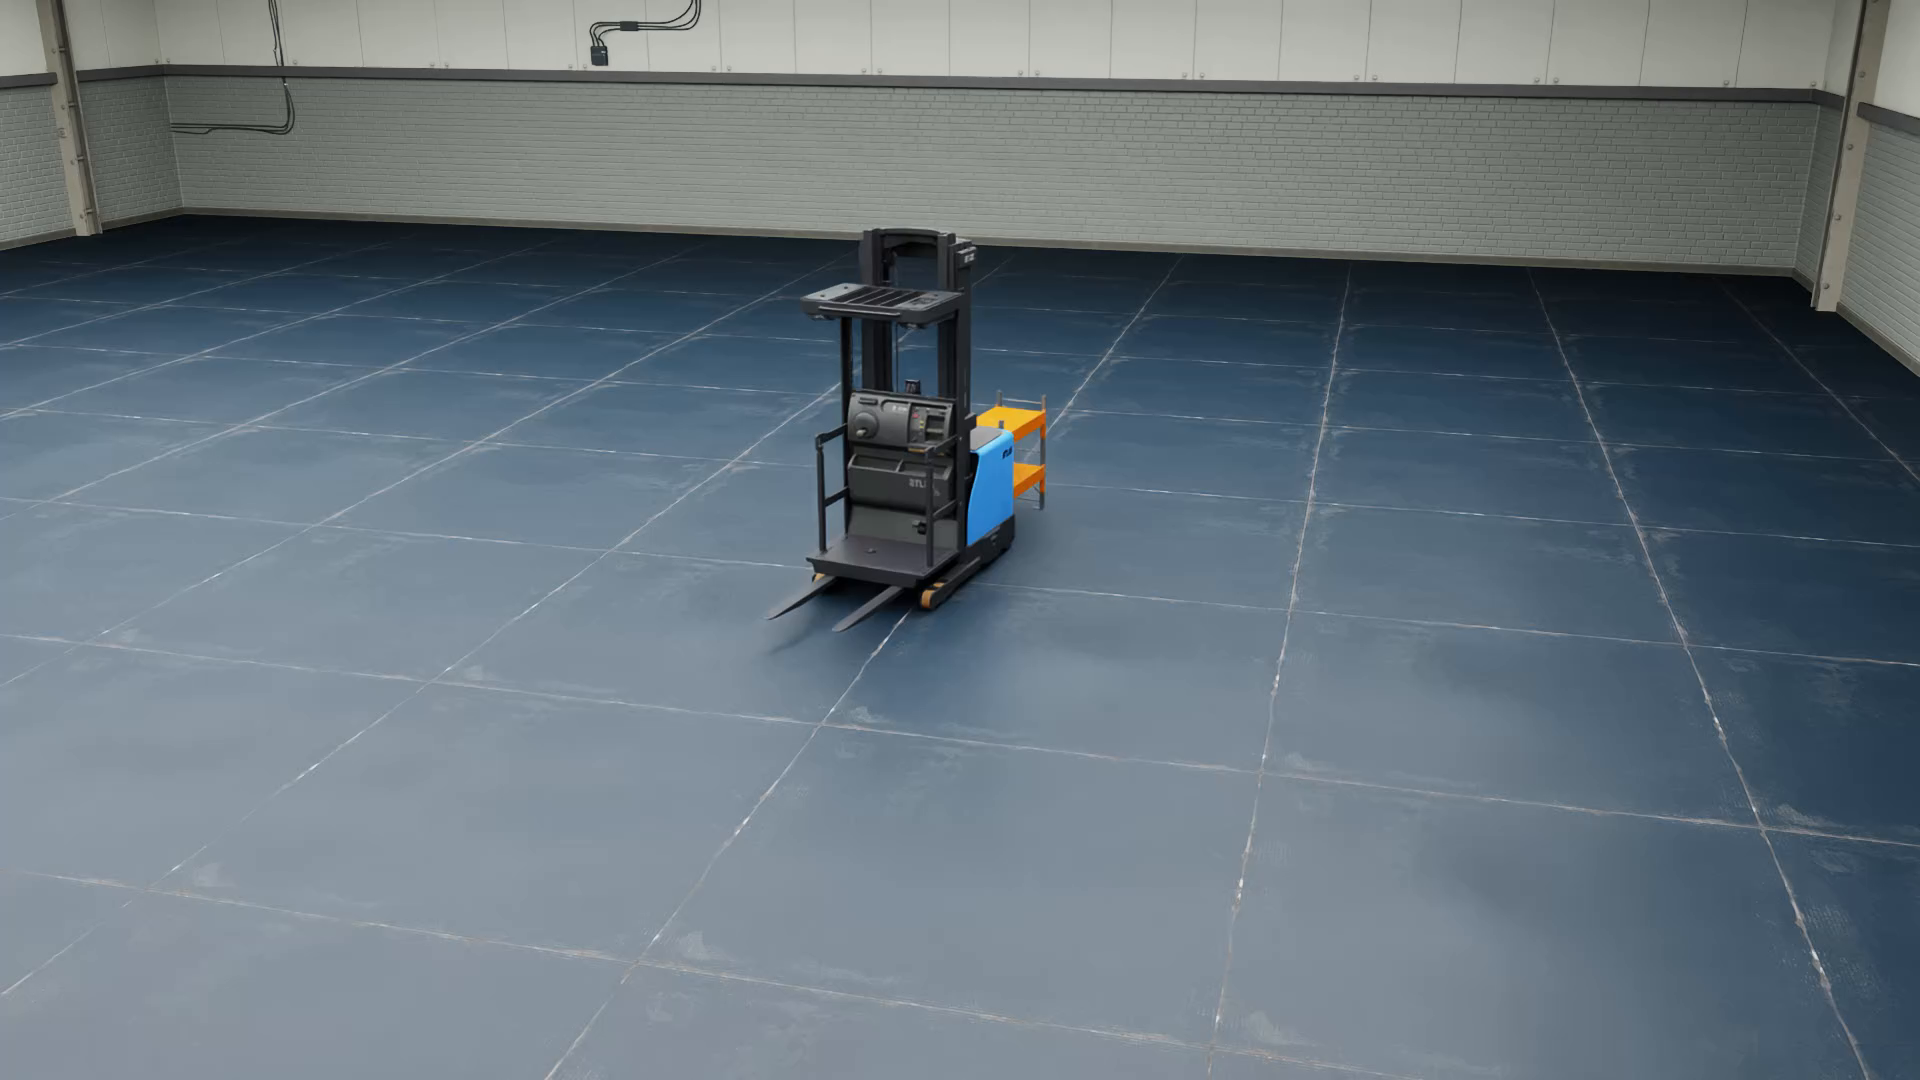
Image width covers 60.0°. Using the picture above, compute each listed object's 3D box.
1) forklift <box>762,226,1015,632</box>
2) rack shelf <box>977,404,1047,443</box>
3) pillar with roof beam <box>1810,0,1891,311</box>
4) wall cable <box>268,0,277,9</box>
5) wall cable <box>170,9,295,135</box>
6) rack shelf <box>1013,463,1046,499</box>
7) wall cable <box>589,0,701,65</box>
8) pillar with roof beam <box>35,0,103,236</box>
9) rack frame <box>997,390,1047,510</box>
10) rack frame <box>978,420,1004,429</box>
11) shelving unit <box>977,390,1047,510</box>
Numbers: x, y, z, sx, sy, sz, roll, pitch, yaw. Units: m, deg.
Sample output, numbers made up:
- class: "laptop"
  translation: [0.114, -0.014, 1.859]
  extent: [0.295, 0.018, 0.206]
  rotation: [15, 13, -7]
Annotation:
- class: "forklift"
  translation: [-0.582, -0.976, 13.512]
  extent: [1.130, 2.935, 3.031]
  rotation: [8, 21, 23]
- class: "rack shelf"
  translation: [0.373, -0.992, 15.446]
  extent: [0.538, 0.278, 1.000]
  rotation: [8, 21, 23]
- class: "pillar with roof beam"
  translation: [9.139, -8.161, 25.160]
  extent: [9.100, 9.000, 0.400]
  rotation: [5, 19, 13]
- class: "wall cable"
  translation: [-12.607, -11.835, 32.905]
  extent: [3.097, 2.526, 0.112]
  rotation: [5, 19, 13]
- class: "wall cable"
  translation: [-15.230, -9.659, 34.347]
  extent: [3.097, 2.526, 0.112]
  rotation: [5, 19, 13]
- class: "rack shelf"
  translation: [0.373, -0.484, 15.619]
  extent: [0.538, 0.278, 1.000]
  rotation: [8, 21, 23]
- class: "wall cable"
  translation: [-6.028, -11.983, 31.086]
  extent: [2.305, 6.003, 0.169]
  rotation: [5, 19, 13]
- class: "pillar with roof beam"
  translation: [-13.058, -9.969, 30.452]
  extent: [9.100, 9.000, 0.400]
  rotation: [5, 19, 13]
- class: "rack frame"
  translation: [0.585, -0.864, 15.978]
  extent: [0.500, 1.125, 0.032]
  rotation: [8, 21, 23]
- class: "rack frame"
  translation: [0.162, -0.566, 15.103]
  extent: [0.500, 1.125, 0.032]
  rotation: [8, 21, 23]
- class: "shelving unit"
  translation: [0.373, -0.715, 15.540]
  extent: [0.538, 1.125, 1.048]
  rotation: [8, 21, 23]
